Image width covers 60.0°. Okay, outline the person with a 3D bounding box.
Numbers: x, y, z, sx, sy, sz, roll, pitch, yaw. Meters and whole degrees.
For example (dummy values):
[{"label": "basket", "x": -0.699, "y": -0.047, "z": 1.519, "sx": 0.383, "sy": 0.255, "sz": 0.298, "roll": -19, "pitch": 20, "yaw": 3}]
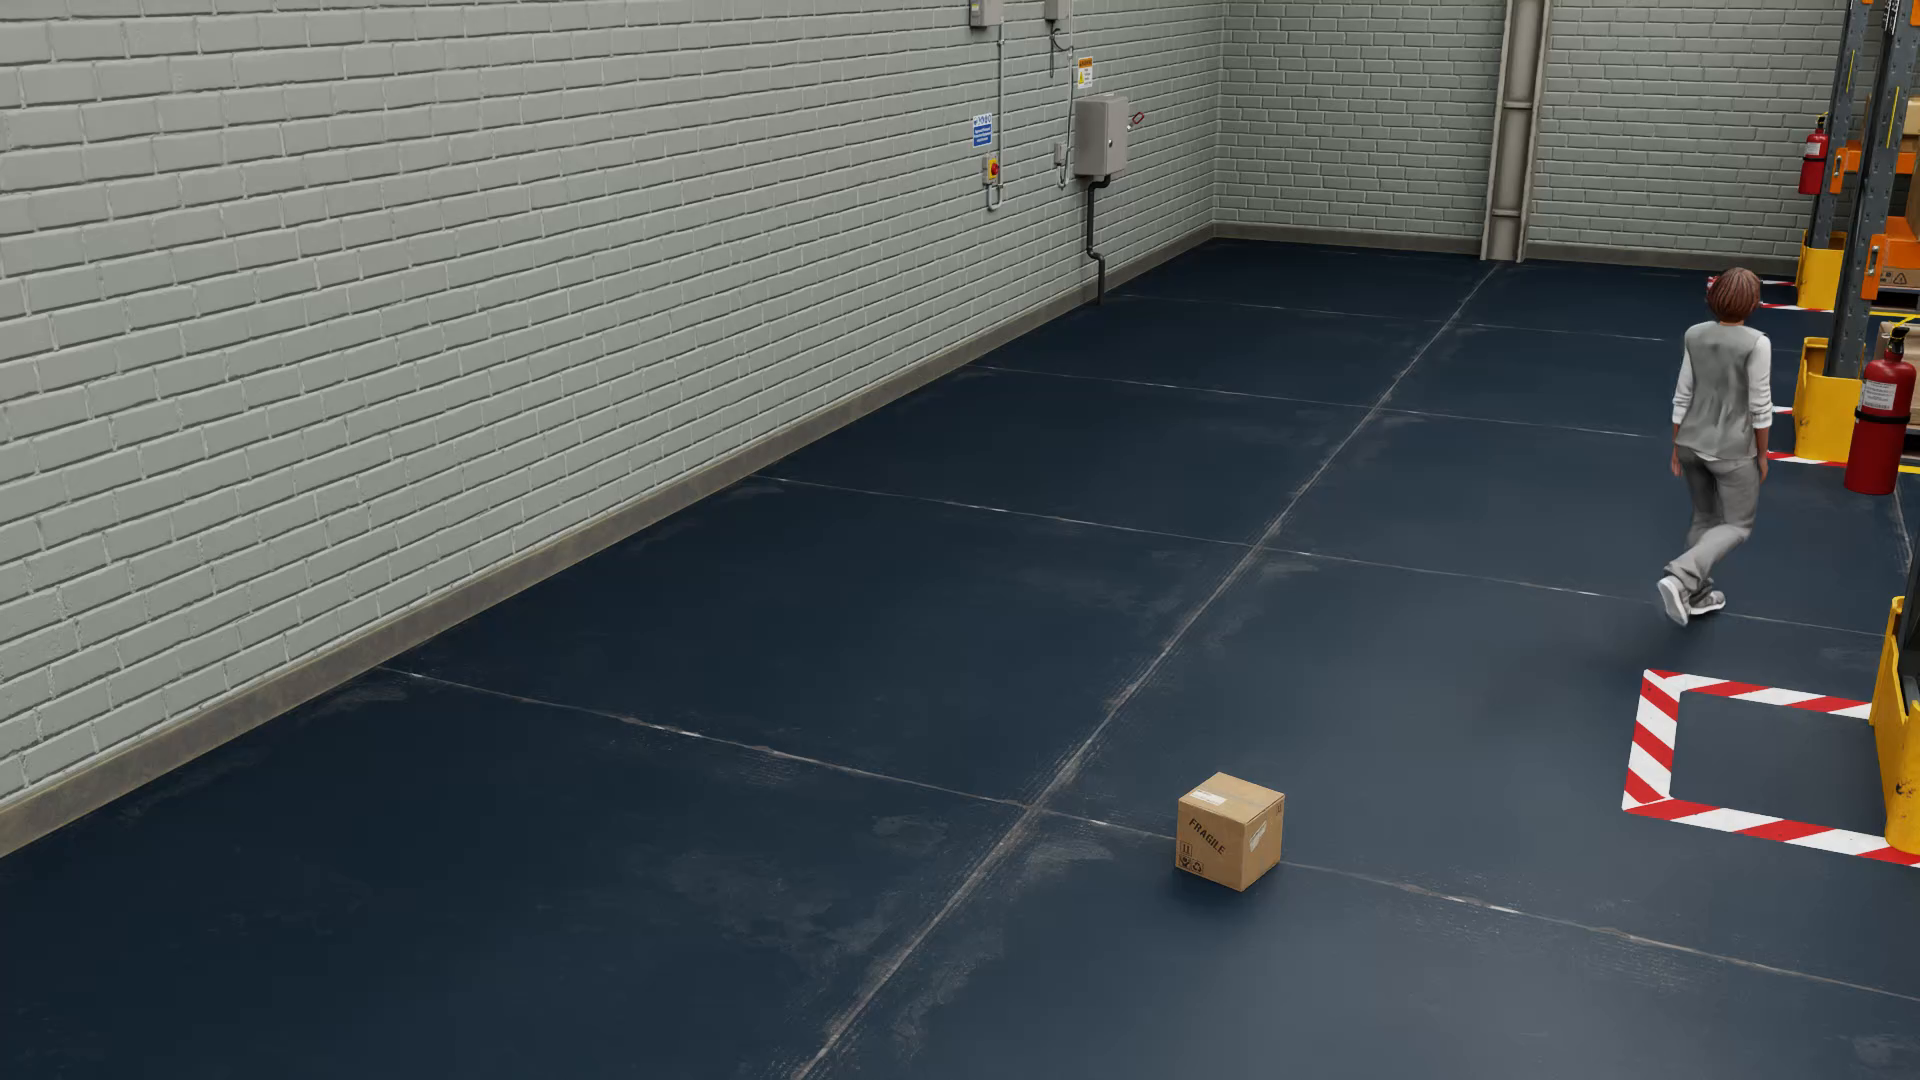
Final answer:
[{"label": "person", "x": 3.218, "y": -0.377, "z": 7.110, "sx": 0.688, "sy": 1.580, "sz": 0.410, "roll": -12, "pitch": 23, "yaw": -30}]
